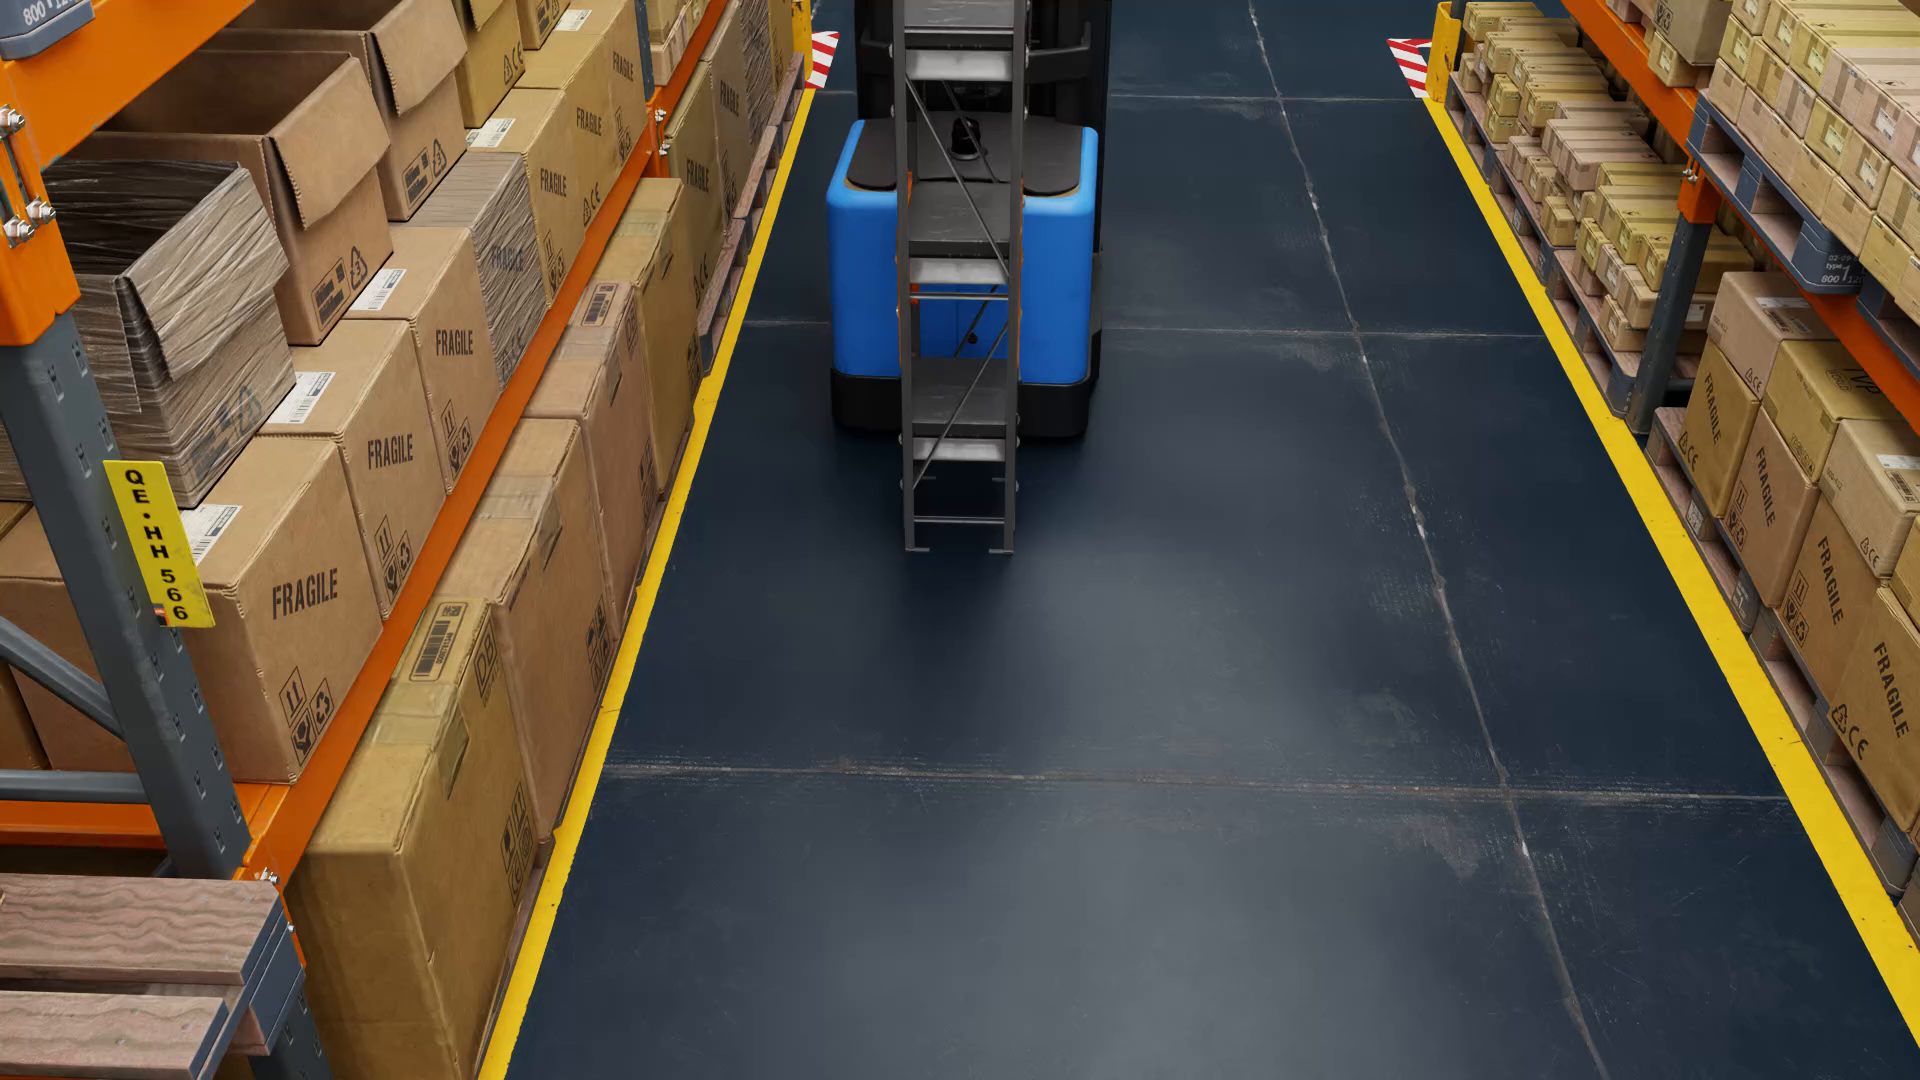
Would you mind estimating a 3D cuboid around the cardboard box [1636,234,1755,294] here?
[{"bbox_3d":[3.030,-1.139,6.859,0.380,0.149,0.250,2,35,3],"label":"cardboard box"}]

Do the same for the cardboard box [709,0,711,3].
[{"bbox_3d":[-1.293,-2.513,7.435,0.380,0.149,0.250,1,35,1],"label":"cardboard box"}]

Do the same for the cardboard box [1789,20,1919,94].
[{"bbox_3d":[2.782,-1.469,5.068,0.380,0.149,0.250,2,35,2],"label":"cardboard box"}]

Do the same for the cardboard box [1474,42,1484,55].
[{"bbox_3d":[3.159,-2.810,9.496,0.380,0.149,0.250,3,35,4],"label":"cardboard box"}]

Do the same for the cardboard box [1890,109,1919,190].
[{"bbox_3d":[2.749,-1.034,4.449,0.380,0.149,0.250,3,35,4],"label":"cardboard box"}]

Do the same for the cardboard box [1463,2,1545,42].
[{"bbox_3d":[3.076,-2.934,9.413,0.380,0.149,0.250,0,35,0],"label":"cardboard box"}]

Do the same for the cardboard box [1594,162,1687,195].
[{"bbox_3d":[3.092,-1.578,7.483,0.380,0.149,0.250,2,35,3],"label":"cardboard box"}]

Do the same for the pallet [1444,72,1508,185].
[{"bbox_3d":[3.365,-2.328,9.379,1.003,0.211,1.213,1,35,2],"label":"pallet"}]

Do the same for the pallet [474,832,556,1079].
[{"bbox_3d":[-1.730,1.135,4.452,1.003,0.211,1.213,1,35,2],"label":"pallet"}]

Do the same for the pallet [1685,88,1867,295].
[{"bbox_3d":[3.099,-1.166,5.467,1.003,0.211,1.213,1,35,2],"label":"pallet"}]

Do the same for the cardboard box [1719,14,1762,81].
[{"bbox_3d":[2.800,-1.655,5.591,0.380,0.149,0.250,2,35,3],"label":"cardboard box"}]

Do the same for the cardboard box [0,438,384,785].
[{"bbox_3d":[-1.546,0.131,3.367,0.500,0.500,0.500,2,35,3],"label":"cardboard box"}]

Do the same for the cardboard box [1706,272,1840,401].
[{"bbox_3d":[2.982,-0.718,5.819,0.500,0.250,0.500,0,35,0],"label":"cardboard box"}]

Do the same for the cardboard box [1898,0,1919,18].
[{"bbox_3d":[3.547,-2.122,6.314,0.500,0.500,0.500,1,35,1],"label":"cardboard box"}]

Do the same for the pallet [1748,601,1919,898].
[{"bbox_3d":[3.199,0.611,5.197,1.003,0.211,1.213,1,35,2],"label":"pallet"}]

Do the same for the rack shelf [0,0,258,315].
[{"bbox_3d":[-1.757,-1.637,3.987,1.077,0.370,4.000,1,35,2],"label":"rack shelf"}]

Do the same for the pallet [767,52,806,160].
[{"bbox_3d":[-1.470,-2.549,9.693,1.003,0.211,1.213,1,35,2],"label":"pallet"}]

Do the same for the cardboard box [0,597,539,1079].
[{"bbox_3d":[-1.788,0.747,4.061,1.225,0.875,0.875,0,35,0],"label":"cardboard box"}]

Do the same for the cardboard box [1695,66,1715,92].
[{"bbox_3d":[3.053,-1.747,6.345,0.380,0.149,0.250,1,35,1],"label":"cardboard box"}]

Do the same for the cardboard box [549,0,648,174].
[{"bbox_3d":[-1.422,-1.619,5.858,0.500,0.500,0.500,1,35,2],"label":"cardboard box"}]

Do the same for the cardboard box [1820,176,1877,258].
[{"bbox_3d":[2.760,-0.940,4.832,0.380,0.149,0.250,0,35,0],"label":"cardboard box"}]

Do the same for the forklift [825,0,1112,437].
[{"bbox_3d":[0.118,-2.442,7.175,1.130,2.935,3.031,3,35,4],"label":"forklift"}]

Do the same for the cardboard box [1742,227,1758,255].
[{"bbox_3d":[3.567,-1.279,7.058,0.380,0.149,0.250,3,35,4],"label":"cardboard box"}]

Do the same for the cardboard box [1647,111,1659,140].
[{"bbox_3d":[3.585,-2.019,8.112,0.380,0.149,0.250,1,35,2],"label":"cardboard box"}]

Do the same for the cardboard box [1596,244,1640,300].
[{"bbox_3d":[2.969,-1.151,7.135,0.380,0.149,0.250,0,35,0],"label":"cardboard box"}]

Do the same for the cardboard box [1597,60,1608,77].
[{"bbox_3d":[3.681,-2.497,9.050,0.380,0.149,0.250,0,35,0],"label":"cardboard box"}]

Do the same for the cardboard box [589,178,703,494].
[{"bbox_3d":[-1.682,-0.787,6.244,1.225,0.875,0.875,1,35,2],"label":"cardboard box"}]

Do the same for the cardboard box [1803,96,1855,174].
[{"bbox_3d":[2.772,-1.209,4.956,0.380,0.149,0.250,0,35,0],"label":"cardboard box"}]

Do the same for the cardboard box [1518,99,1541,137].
[{"bbox_3d":[3.135,-2.212,8.644,0.380,0.149,0.250,0,35,0],"label":"cardboard box"}]

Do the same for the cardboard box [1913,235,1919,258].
[{"bbox_3d":[2.739,-0.757,4.312,0.380,0.149,0.250,1,35,1],"label":"cardboard box"}]

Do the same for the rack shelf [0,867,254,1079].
[{"bbox_3d":[-1.917,1.889,1.580,1.077,0.370,4.000,1,35,2],"label":"rack shelf"}]

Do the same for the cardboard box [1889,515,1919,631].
[{"bbox_3d":[2.926,0.181,4.540,0.500,0.250,0.500,2,35,3],"label":"cardboard box"}]

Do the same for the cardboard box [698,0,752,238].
[{"bbox_3d":[-1.534,-2.050,8.041,0.875,0.875,0.875,1,35,2],"label":"cardboard box"}]

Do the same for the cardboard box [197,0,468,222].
[{"bbox_3d":[-1.742,-1.186,4.369,0.797,0.503,0.637,2,35,3],"label":"cardboard box"}]

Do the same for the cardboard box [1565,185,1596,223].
[{"bbox_3d":[3.061,-1.594,7.765,0.380,0.149,0.250,2,35,3],"label":"cardboard box"}]

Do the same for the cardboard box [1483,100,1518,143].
[{"bbox_3d":[3.044,-2.251,8.958,0.380,0.149,0.250,2,35,2],"label":"cardboard box"}]

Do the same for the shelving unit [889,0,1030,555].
[{"bbox_3d":[0.007,-0.954,5.782,0.431,2.100,0.503,1,35,2],"label":"shelving unit"}]

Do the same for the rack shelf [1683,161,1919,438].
[{"bbox_3d":[3.195,-0.237,4.604,1.077,0.370,4.000,1,35,2],"label":"rack shelf"}]

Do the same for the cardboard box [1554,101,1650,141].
[{"bbox_3d":[3.128,-2.031,8.128,0.380,0.149,0.250,1,35,2],"label":"cardboard box"}]

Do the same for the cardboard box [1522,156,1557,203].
[{"bbox_3d":[3.047,-1.801,8.318,0.380,0.149,0.250,1,35,2],"label":"cardboard box"}]

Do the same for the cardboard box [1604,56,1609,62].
[{"bbox_3d":[3.717,-2.622,8.969,0.380,0.149,0.250,1,35,1],"label":"cardboard box"}]

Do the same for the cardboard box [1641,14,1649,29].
[{"bbox_3d":[3.104,-2.196,6.985,0.380,0.149,0.250,0,35,1],"label":"cardboard box"}]

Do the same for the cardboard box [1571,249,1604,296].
[{"bbox_3d":[2.991,-1.220,7.491,0.380,0.149,0.250,0,35,0],"label":"cardboard box"}]

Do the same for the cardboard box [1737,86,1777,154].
[{"bbox_3d":[2.795,-1.374,5.450,0.380,0.149,0.250,2,35,3],"label":"cardboard box"}]

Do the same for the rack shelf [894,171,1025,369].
[{"bbox_3d":[0.007,-0.943,5.789,0.431,0.518,0.480,1,35,2],"label":"rack shelf"}]

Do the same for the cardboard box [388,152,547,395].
[{"bbox_3d":[-1.488,-0.747,4.617,0.500,0.500,0.500,1,35,2],"label":"cardboard box"}]

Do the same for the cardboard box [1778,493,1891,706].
[{"bbox_3d":[2.954,0.194,5.173,0.500,0.500,0.500,2,35,3],"label":"cardboard box"}]

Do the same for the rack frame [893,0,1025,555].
[{"bbox_3d":[-0.003,-0.814,5.582,0.400,2.100,0.015,1,35,2],"label":"rack frame"}]

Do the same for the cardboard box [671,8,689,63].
[{"bbox_3d":[-1.322,-2.063,6.796,0.380,0.149,0.250,0,35,0],"label":"cardboard box"}]

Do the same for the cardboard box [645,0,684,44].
[{"bbox_3d":[-1.396,-2.177,6.611,0.500,0.250,0.500,1,35,1],"label":"cardboard box"}]

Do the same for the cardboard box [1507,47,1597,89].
[{"bbox_3d":[3.119,-2.487,8.776,0.380,0.149,0.250,0,35,0],"label":"cardboard box"}]
